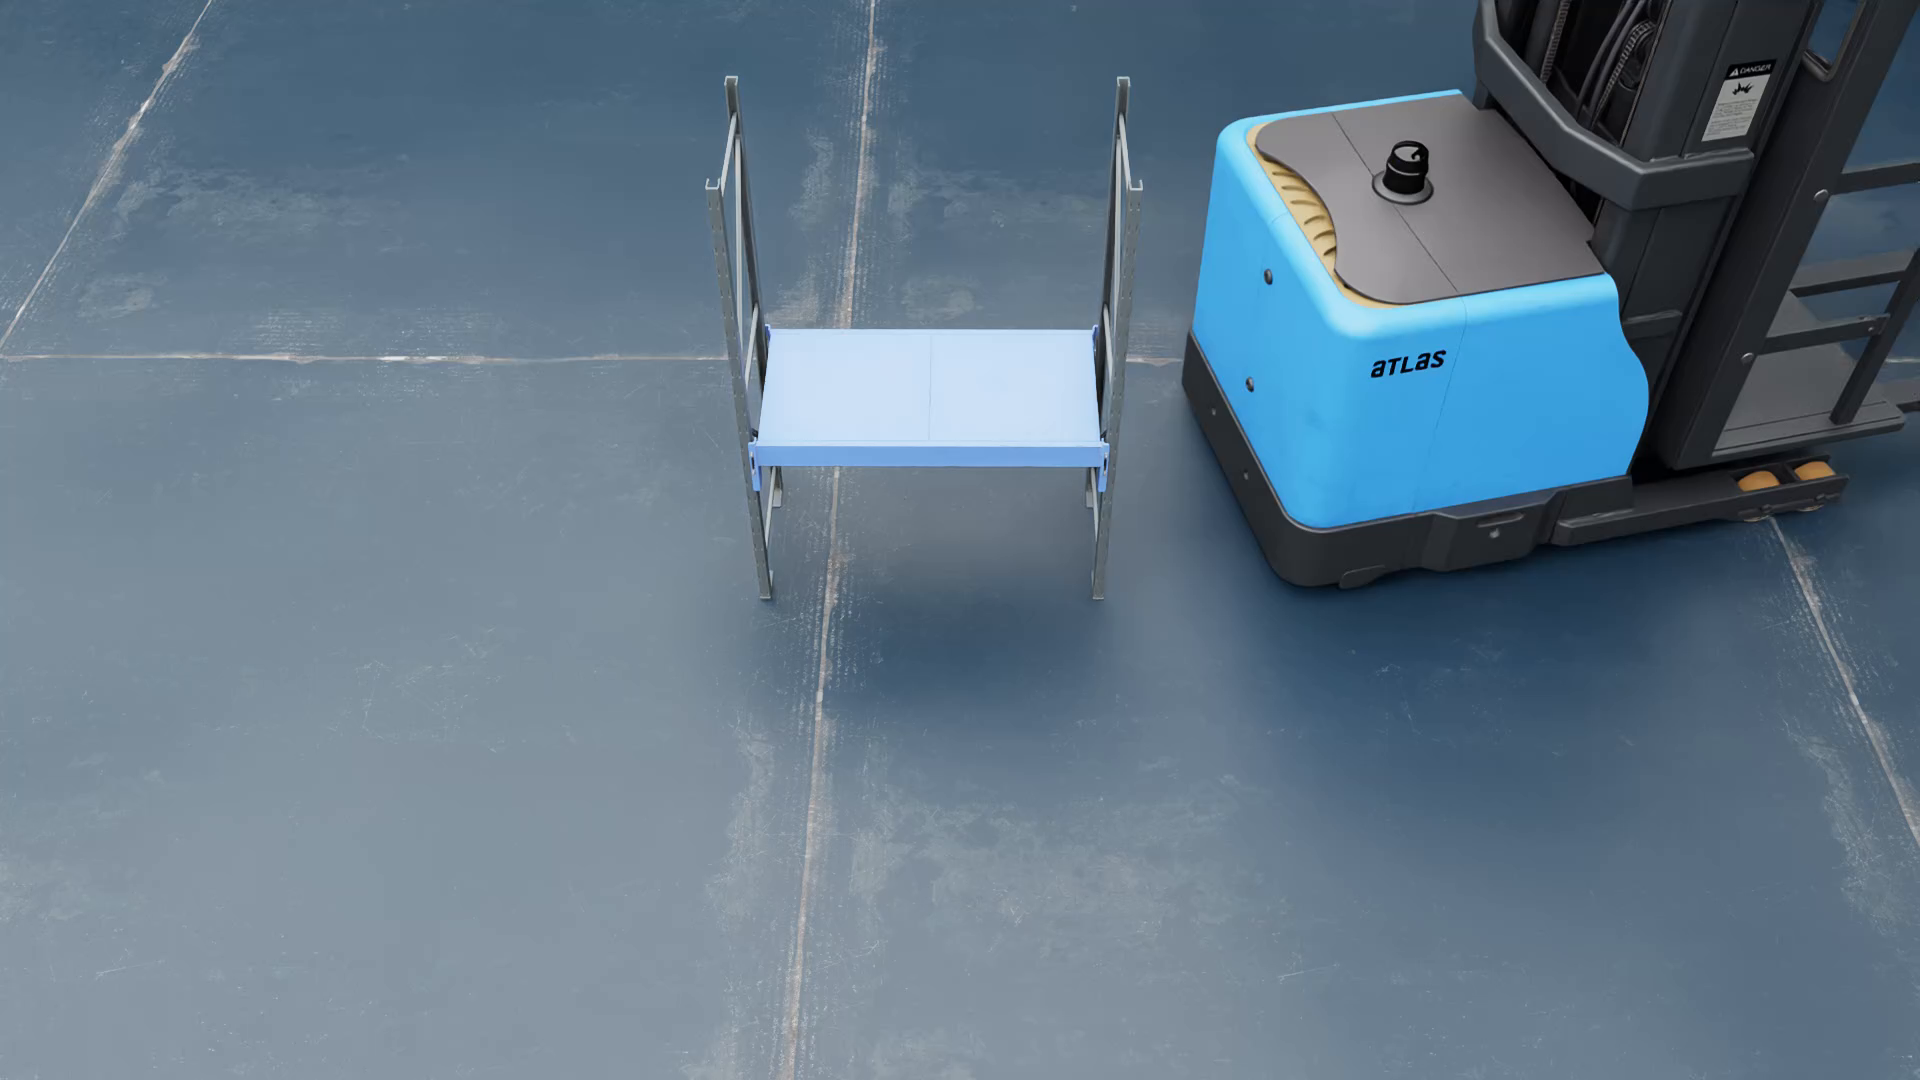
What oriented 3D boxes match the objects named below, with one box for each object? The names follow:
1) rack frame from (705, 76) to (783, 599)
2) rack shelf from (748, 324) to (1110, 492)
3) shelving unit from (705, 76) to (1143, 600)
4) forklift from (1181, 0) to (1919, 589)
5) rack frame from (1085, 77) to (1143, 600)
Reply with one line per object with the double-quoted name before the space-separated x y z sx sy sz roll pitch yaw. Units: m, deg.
"rack frame" -0.594 -0.513 4.703 0.032 1.500 0.500 0 47 0
"rack shelf" -0.085 -0.389 4.833 1.000 0.185 0.538 0 47 0
"shelving unit" -0.085 -0.511 4.701 1.048 1.500 0.538 0 47 0
"forklift" 2.325 -1.425 4.574 3.031 2.935 1.130 -10 48 -9
"rack frame" 0.423 -0.510 4.700 0.032 1.500 0.500 0 47 0
